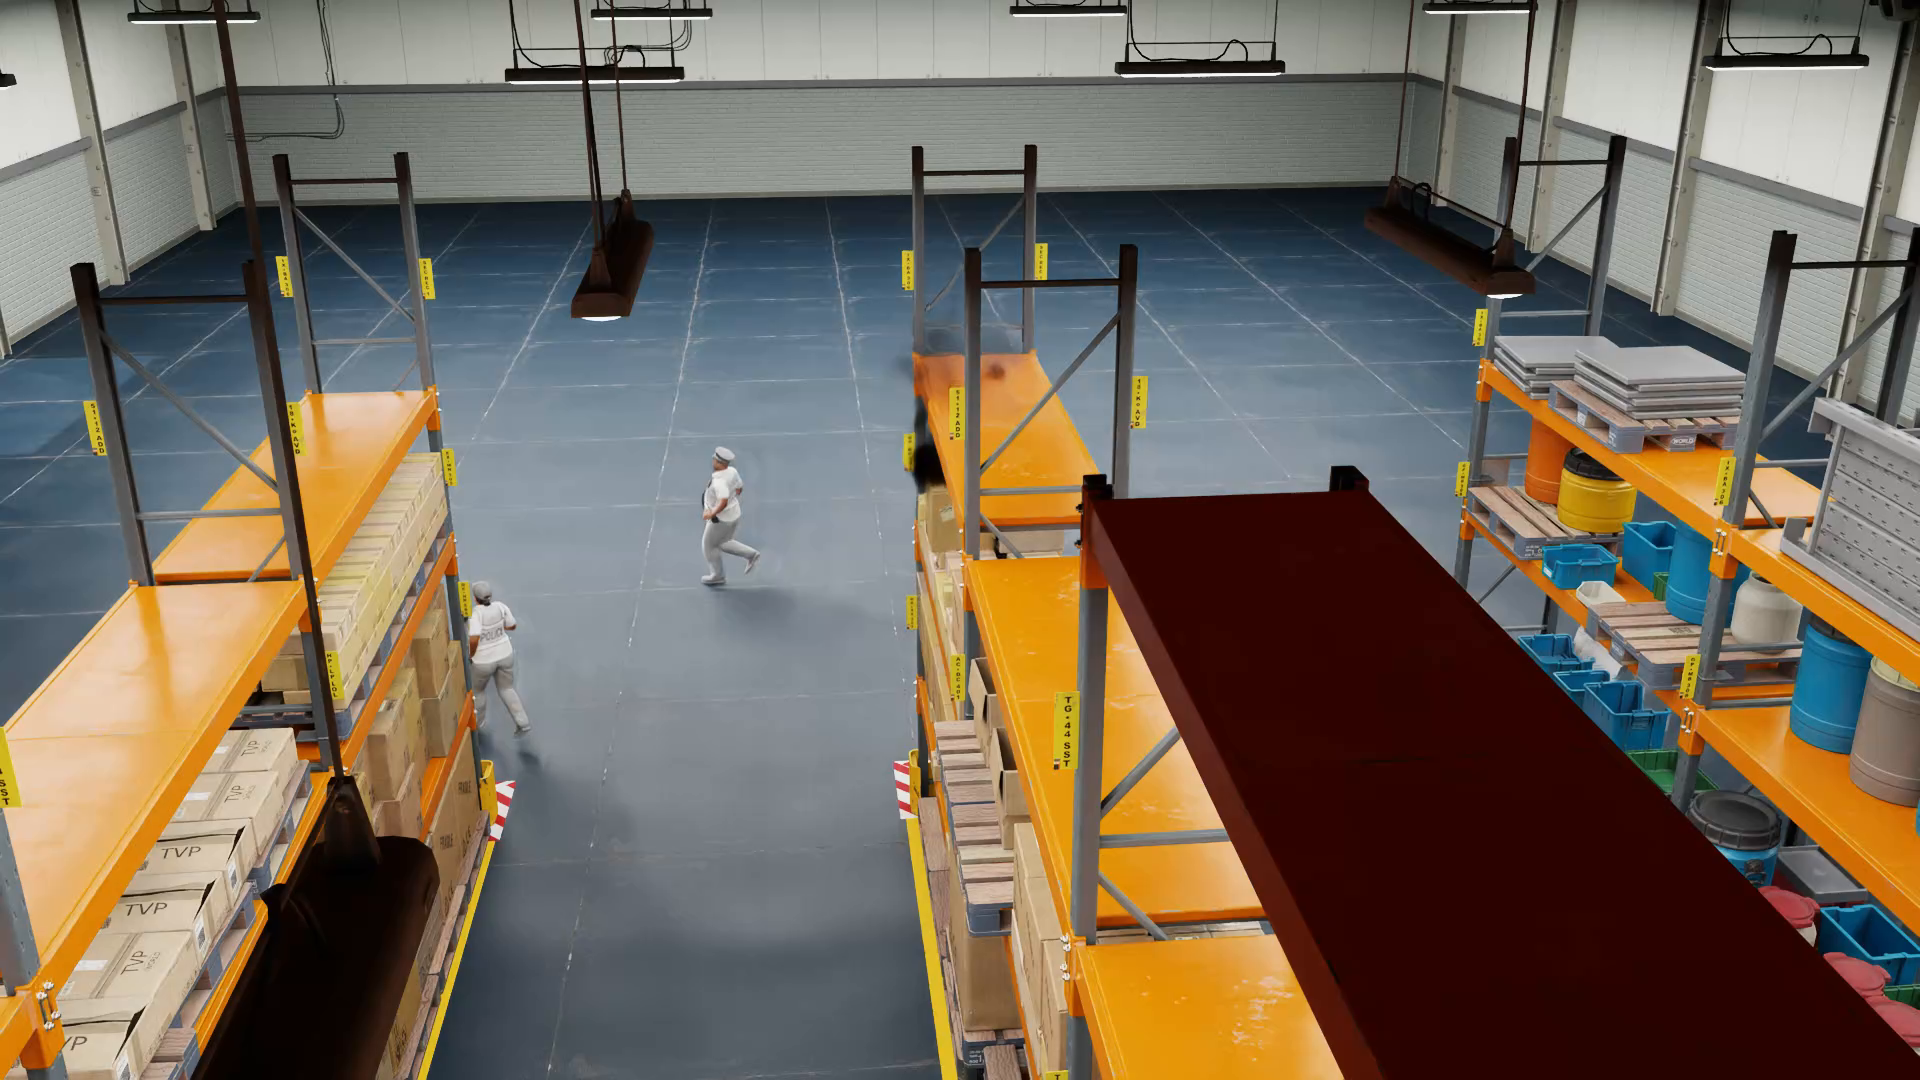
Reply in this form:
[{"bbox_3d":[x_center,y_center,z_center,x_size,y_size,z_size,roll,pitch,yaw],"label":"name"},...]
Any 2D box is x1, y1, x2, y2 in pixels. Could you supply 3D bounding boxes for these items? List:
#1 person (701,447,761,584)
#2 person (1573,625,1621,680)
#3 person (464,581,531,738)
[{"bbox_3d":[-2.811,-0.276,19.994,0.752,1.757,0.663,6,22,16],"label":"person"},{"bbox_3d":[6.238,1.201,16.256,0.737,1.743,0.570,-5,22,-12],"label":"person"},{"bbox_3d":[-4.610,1.184,16.344,0.608,1.679,0.926,-19,29,-40],"label":"person"}]
